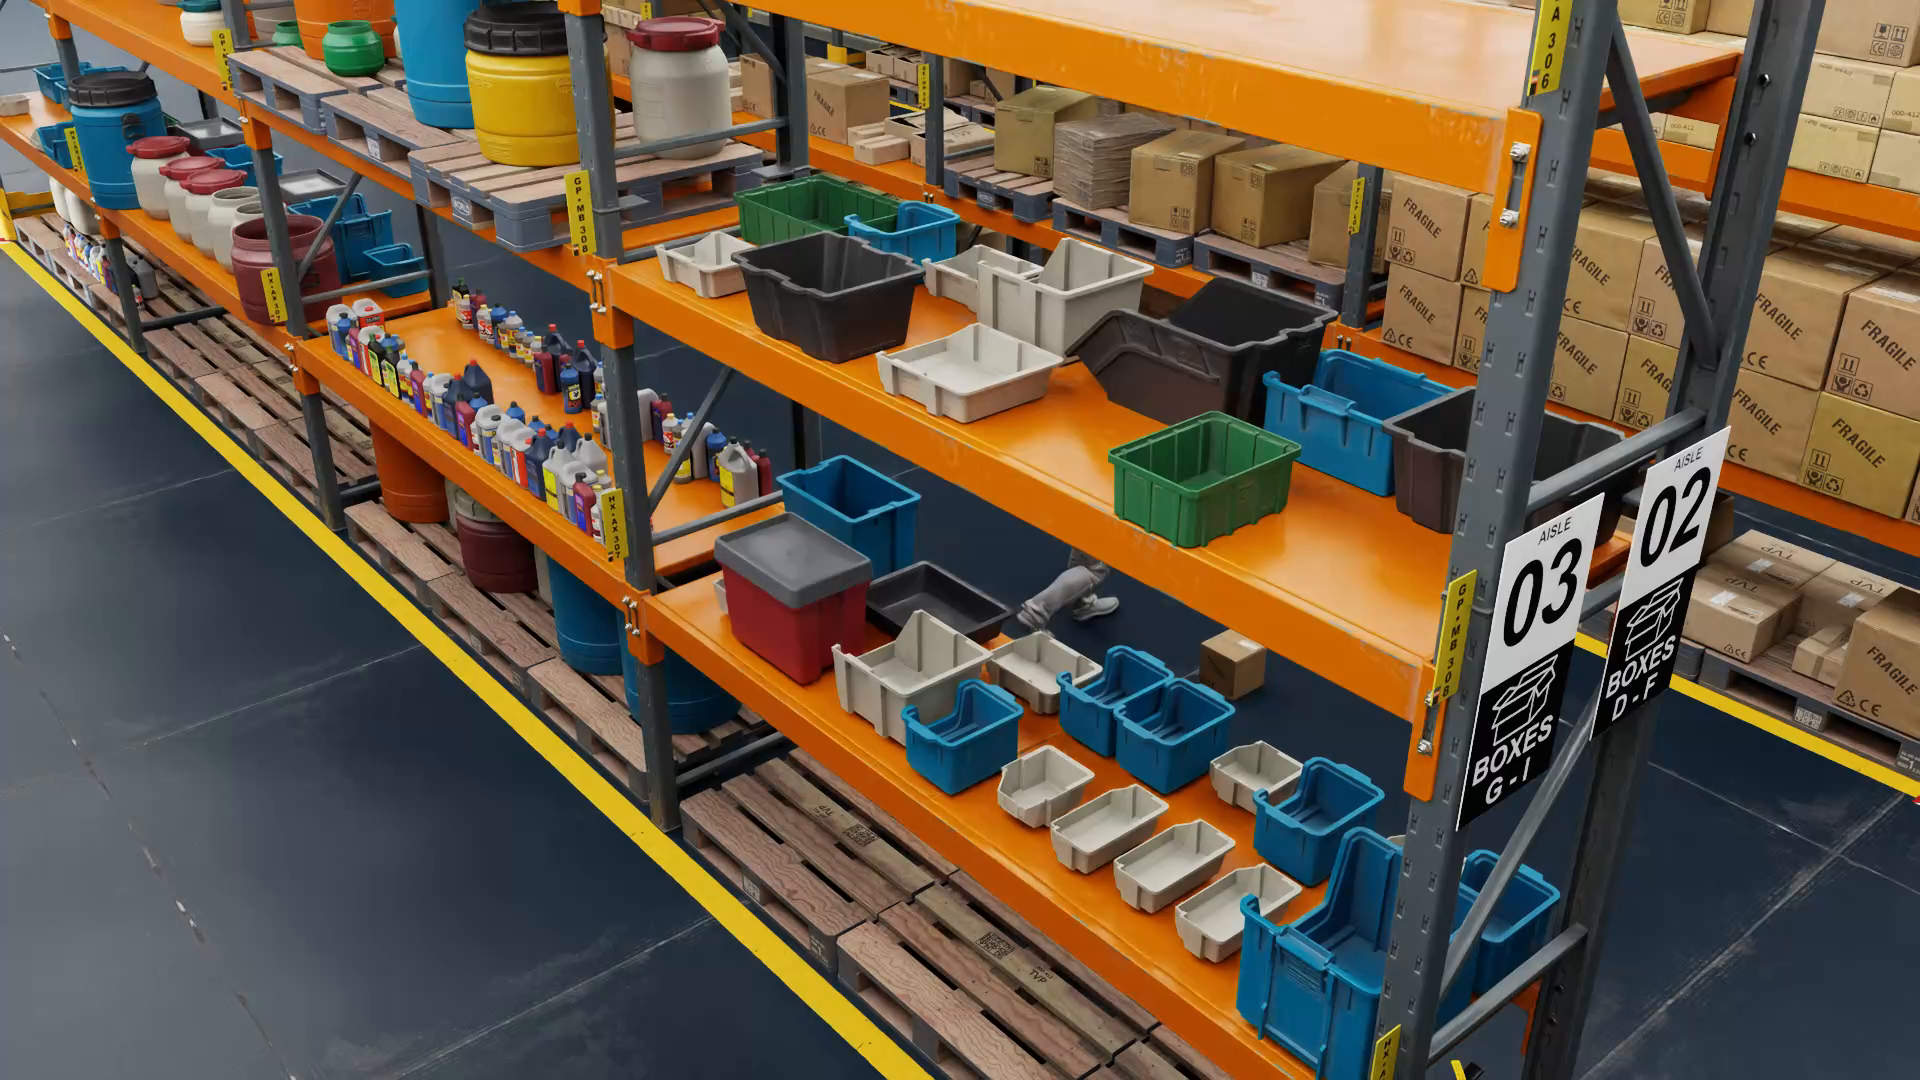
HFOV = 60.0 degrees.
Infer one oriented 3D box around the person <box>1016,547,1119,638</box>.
[{"bbox_3d":[0.633,-0.218,9.012,0.781,1.753,0.608,-10,30,-18],"label":"person"}]
